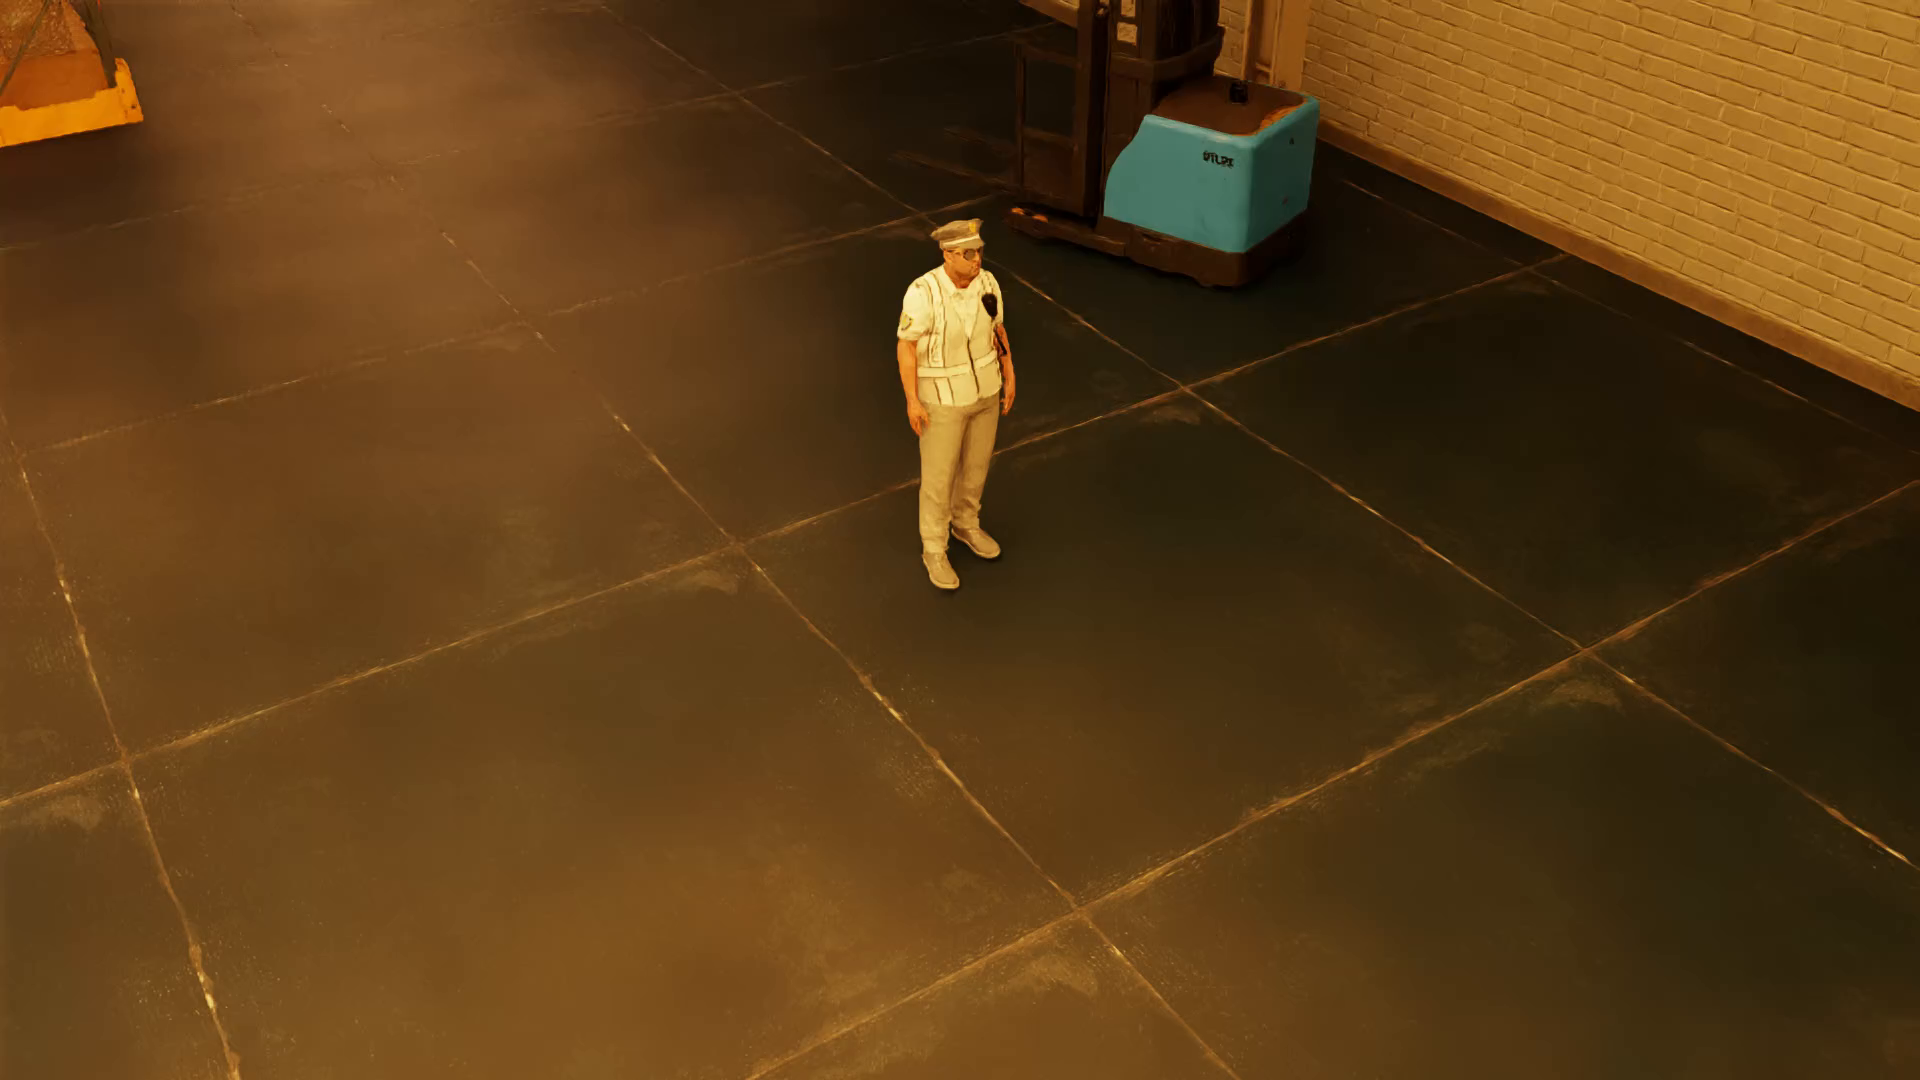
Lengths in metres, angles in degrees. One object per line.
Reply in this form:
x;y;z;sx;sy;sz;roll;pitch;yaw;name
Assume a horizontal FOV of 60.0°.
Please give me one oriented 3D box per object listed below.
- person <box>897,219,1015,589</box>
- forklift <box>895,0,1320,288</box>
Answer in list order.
0.033;-0.695;8.121;0.640;1.781;0.574;-21;40;-27;person
0.919;-3.541;11.187;3.031;2.935;1.130;23;41;29;forklift
